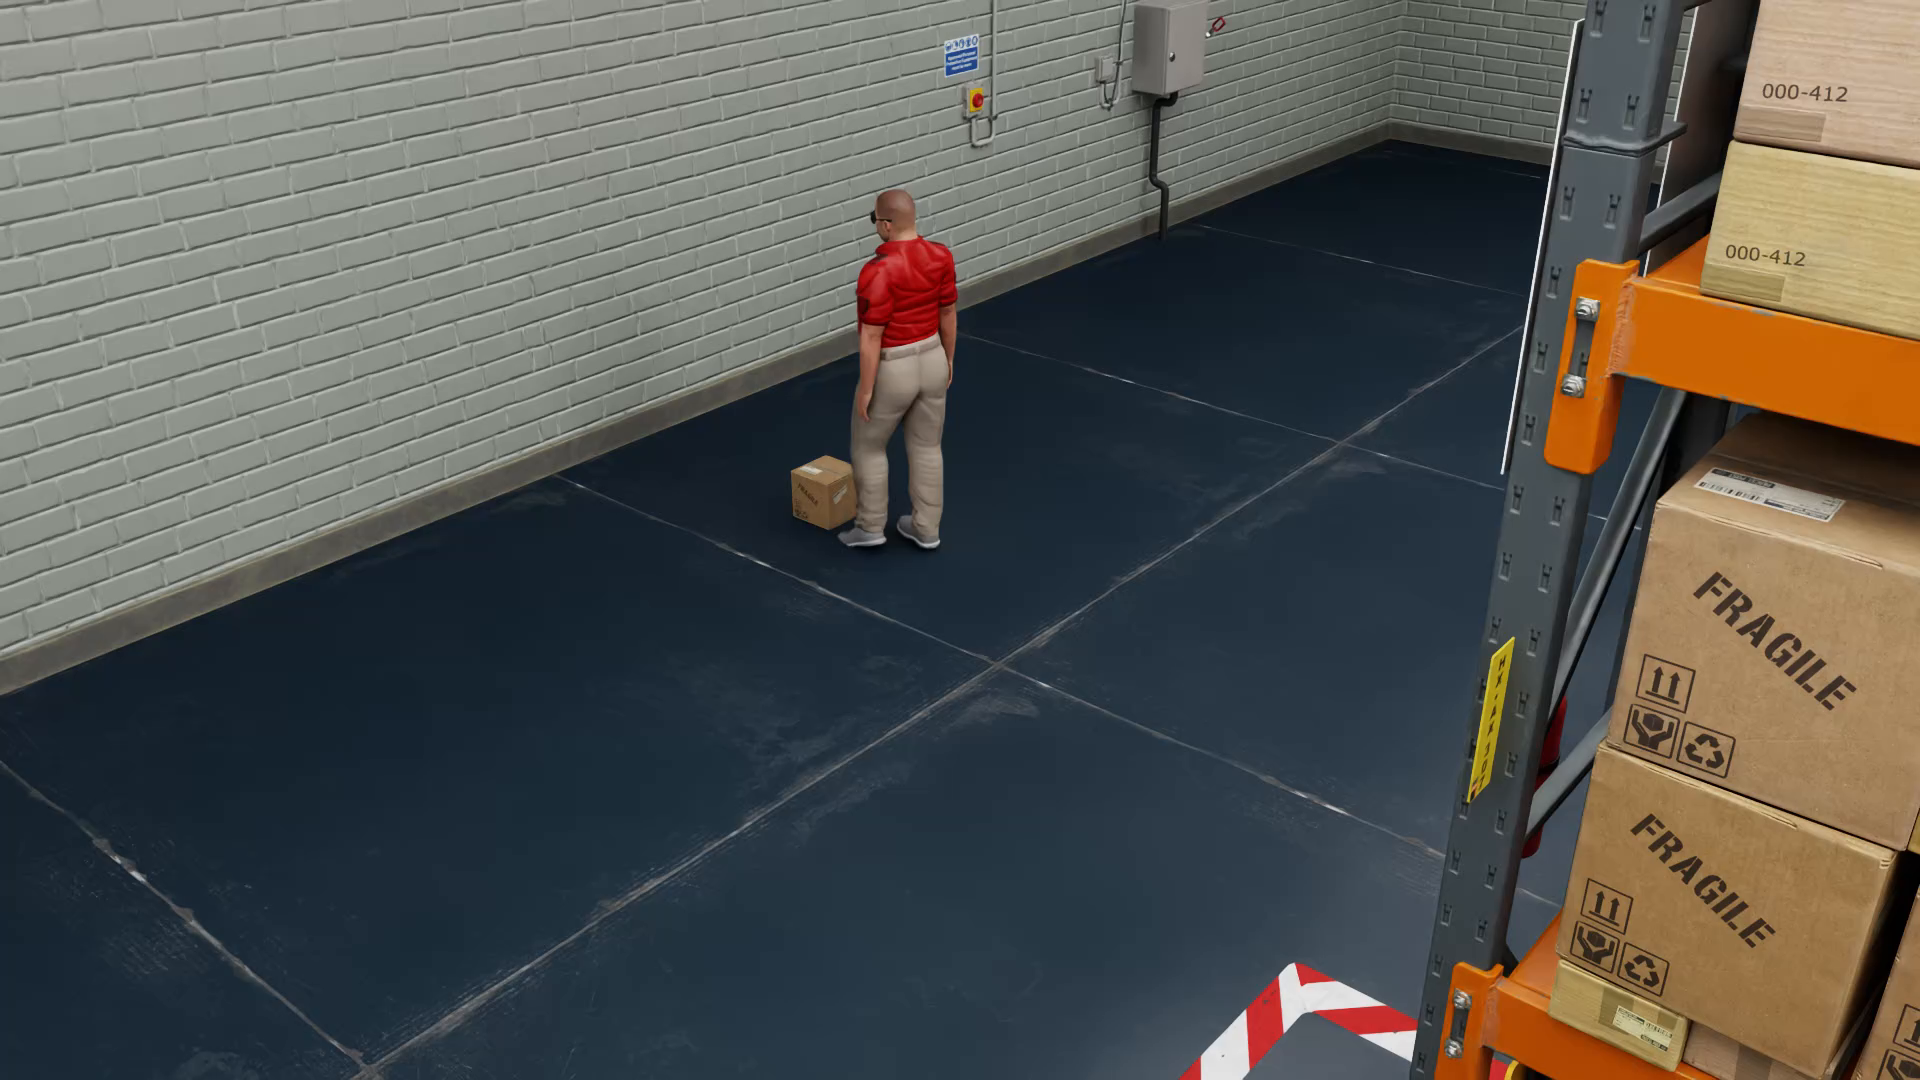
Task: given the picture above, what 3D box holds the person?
[{"bbox_3d":[-0.291,-0.738,7.594,0.356,1.738,0.526,21,34,35],"label":"person"}]
